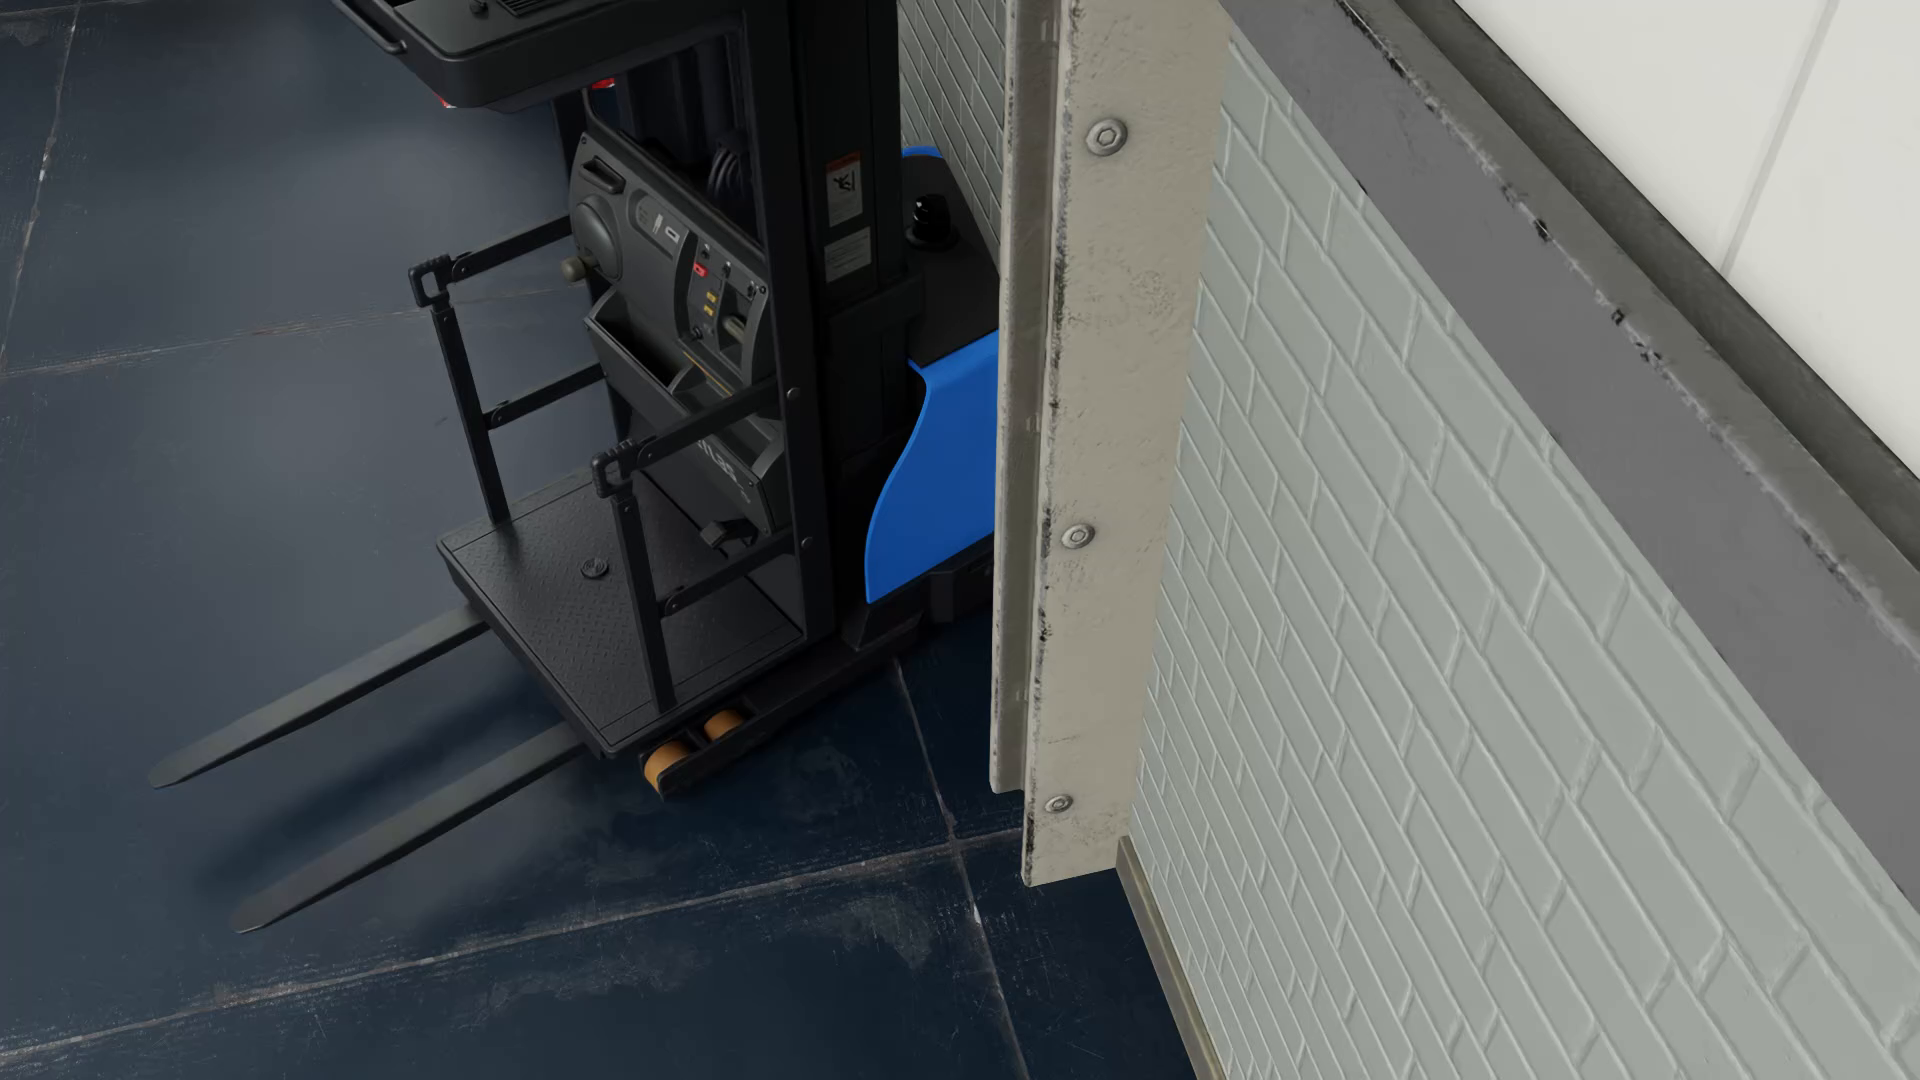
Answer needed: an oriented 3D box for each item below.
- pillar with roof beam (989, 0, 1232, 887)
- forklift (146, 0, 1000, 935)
[{"bbox_3d":[-3.875,-1.530,0.949,9.100,9.000,0.400,-11,47,-10],"label":"pillar with roof beam"},{"bbox_3d":[-0.953,-0.689,4.373,3.031,2.935,1.130,-30,53,-26],"label":"forklift"}]
